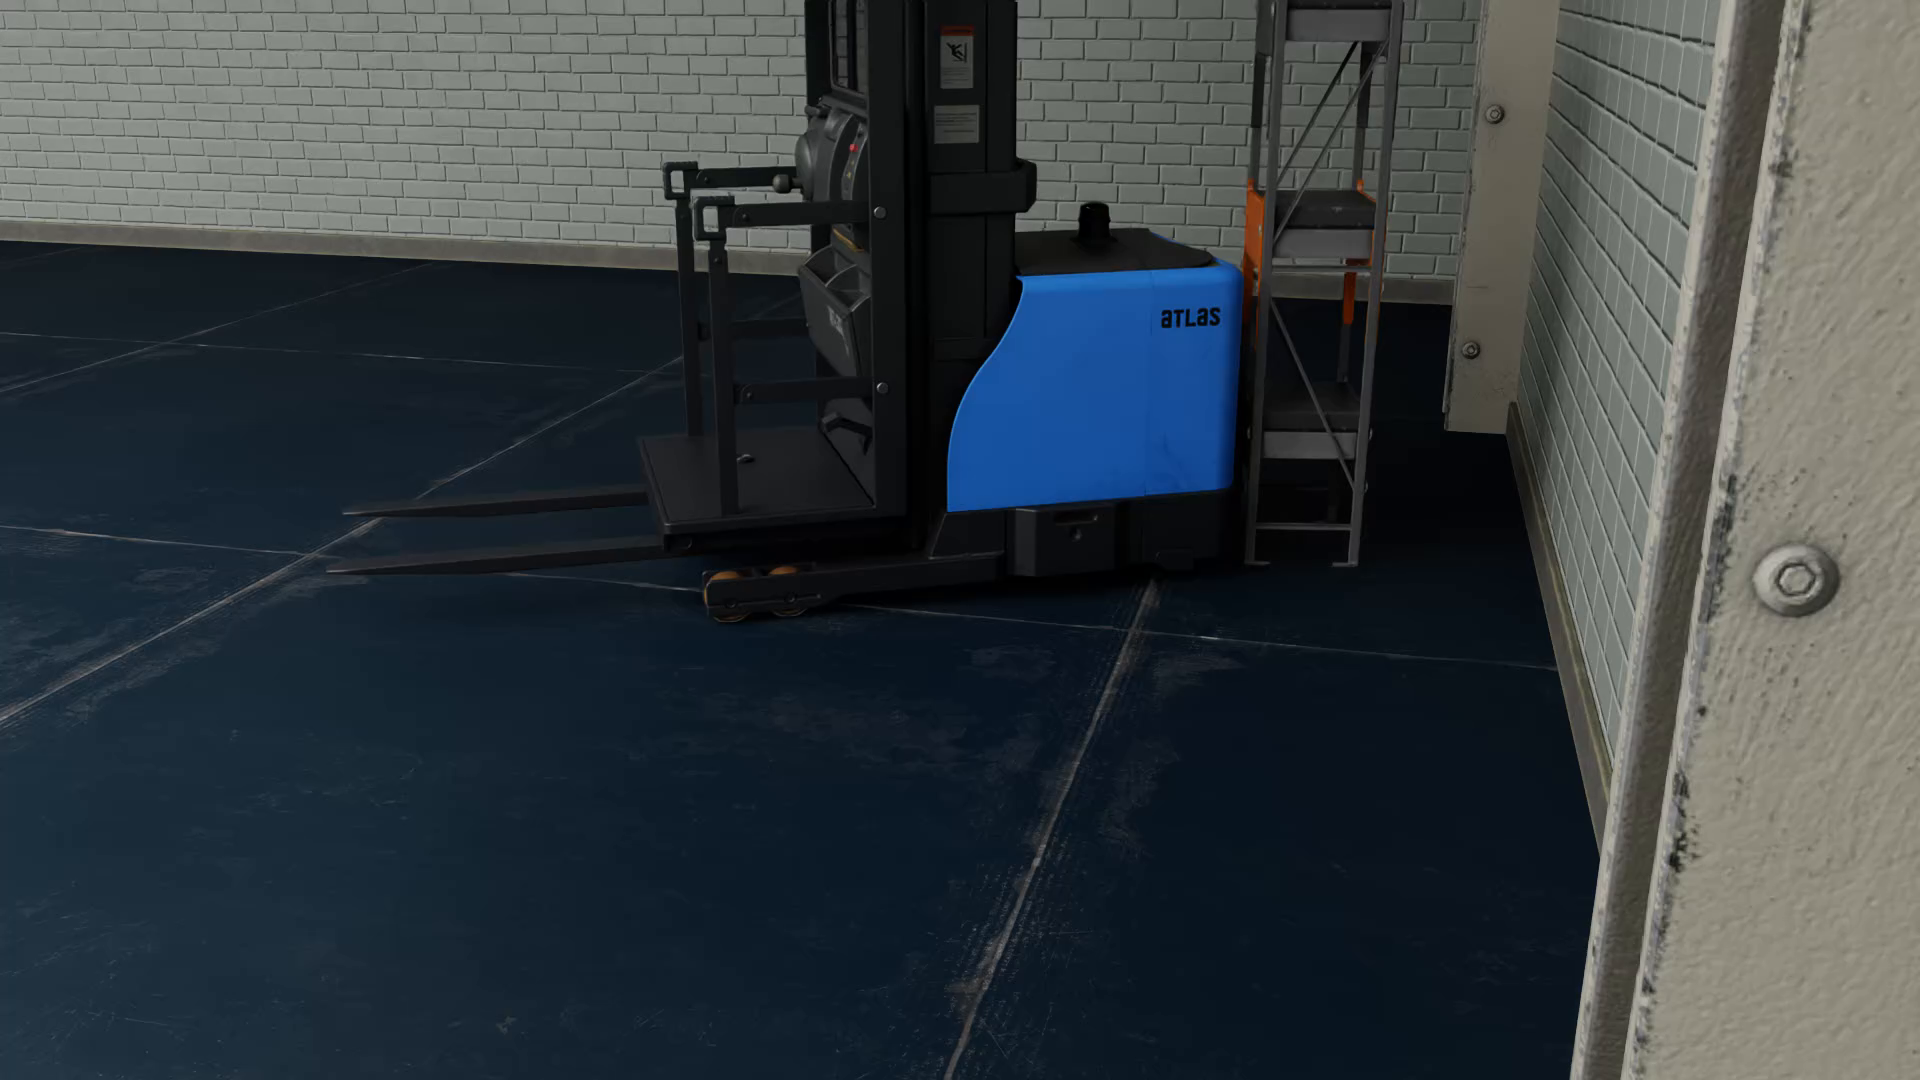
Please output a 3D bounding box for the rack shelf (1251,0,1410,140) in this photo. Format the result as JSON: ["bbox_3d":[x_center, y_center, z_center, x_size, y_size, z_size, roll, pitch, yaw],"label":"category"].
[{"bbox_3d":[1.230,-1.634,5.595,0.431,0.518,0.480,1,19,2],"label":"rack shelf"}]

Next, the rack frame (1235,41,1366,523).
[{"bbox_3d":[1.239,-1.061,6.046,0.400,2.100,0.015,1,19,2],"label":"rack frame"}]

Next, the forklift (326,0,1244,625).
[{"bbox_3d":[-0.605,-1.302,5.466,3.031,2.935,1.130,-5,20,-15],"label":"forklift"}]

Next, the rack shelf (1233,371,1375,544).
[{"bbox_3d":[1.230,-0.307,6.042,0.431,0.518,0.480,1,19,2],"label":"rack shelf"}]

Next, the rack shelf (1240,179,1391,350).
[{"bbox_3d":[1.230,-0.970,5.819,0.431,0.518,0.480,1,19,2],"label":"rack shelf"}]

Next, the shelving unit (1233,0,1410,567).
[{"bbox_3d":[1.230,-0.983,5.815,0.431,2.100,0.503,1,19,2],"label":"shelving unit"}]

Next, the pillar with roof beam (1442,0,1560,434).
[{"bbox_3d":[-1.743,-5.154,7.355,9.100,9.000,0.400,5,19,13],"label":"pillar with roof beam"}]

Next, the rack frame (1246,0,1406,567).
[{"bbox_3d":[1.221,-0.905,5.583,0.400,2.100,0.015,1,19,2],"label":"rack frame"}]
